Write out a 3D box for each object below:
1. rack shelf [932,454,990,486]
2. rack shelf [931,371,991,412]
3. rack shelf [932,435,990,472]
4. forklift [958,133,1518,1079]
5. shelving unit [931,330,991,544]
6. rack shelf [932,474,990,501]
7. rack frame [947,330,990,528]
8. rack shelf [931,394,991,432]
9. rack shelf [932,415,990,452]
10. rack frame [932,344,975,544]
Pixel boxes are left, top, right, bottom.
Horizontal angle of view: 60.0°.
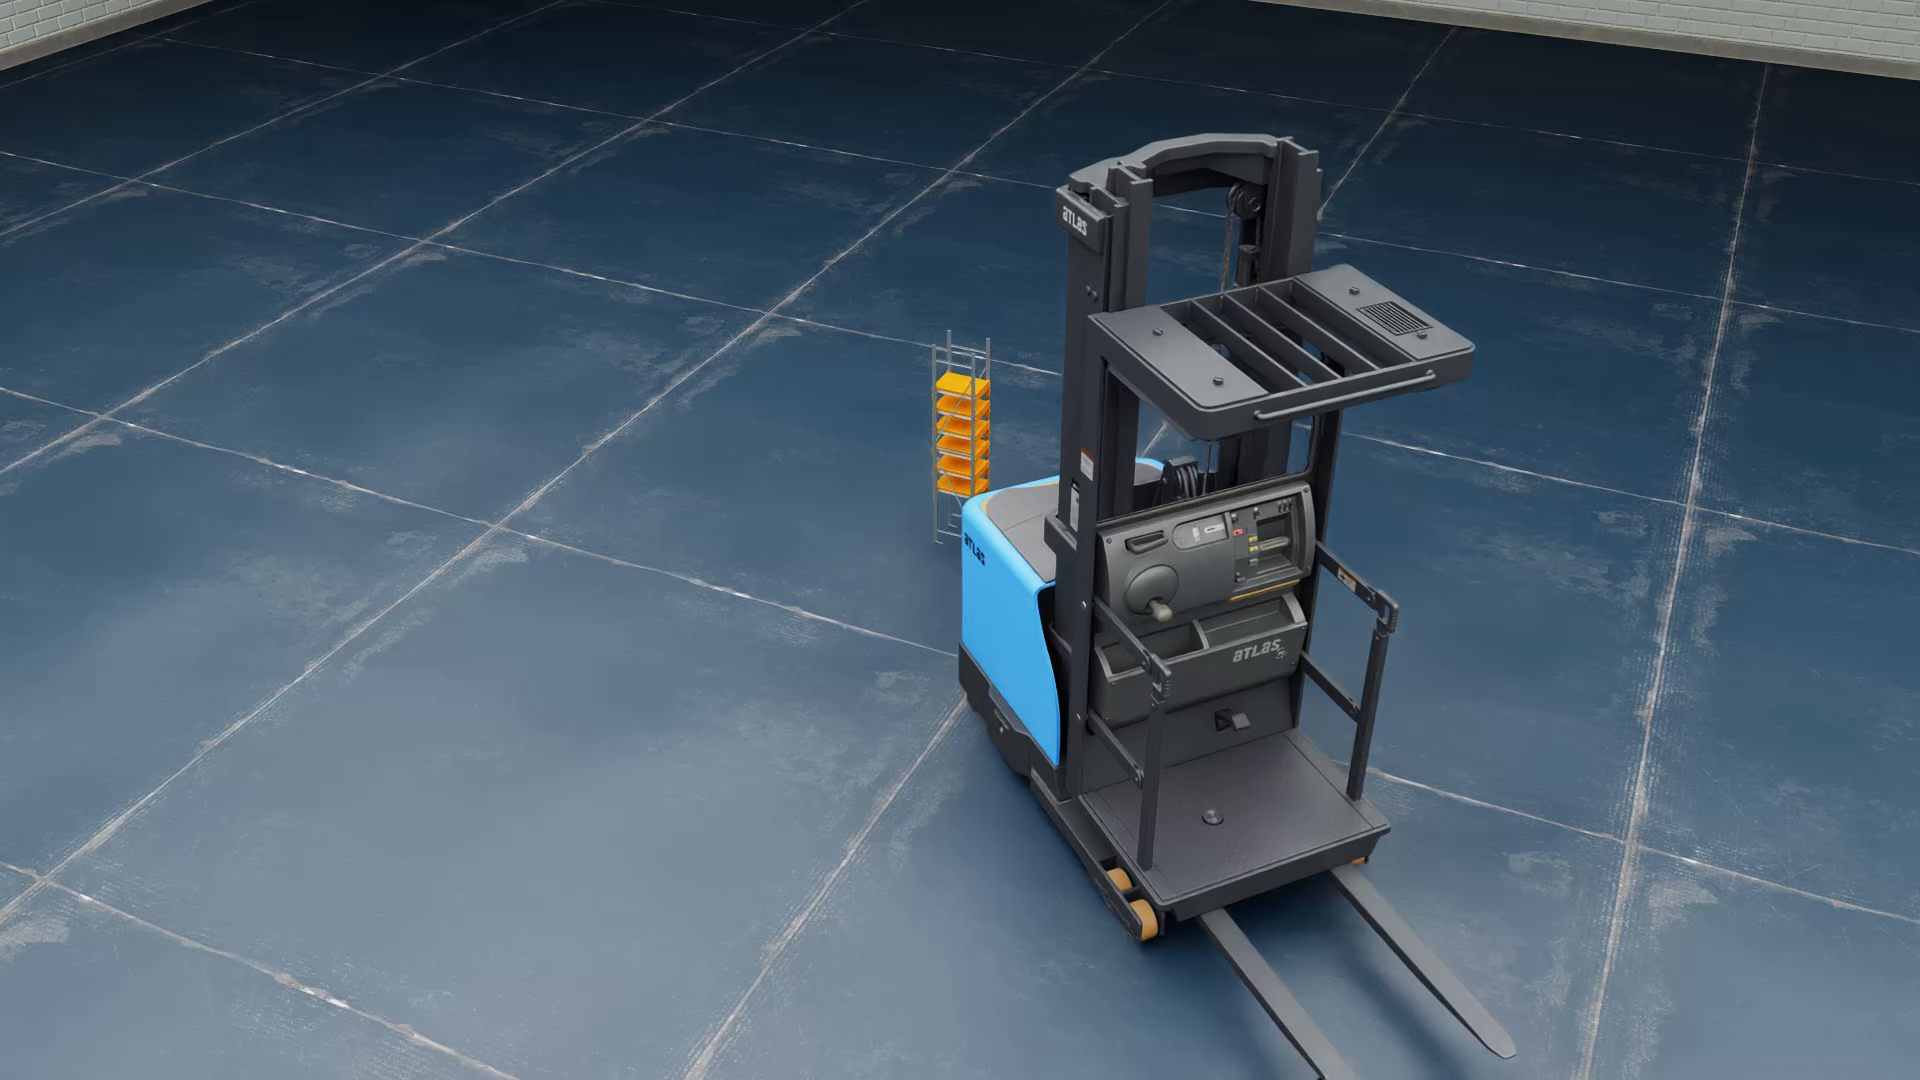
[{"bbox_3d":[0.006,-0.371,8.891,0.258,0.103,0.180,14,36,20],"label":"rack shelf"},{"bbox_3d":[0.006,-0.773,8.627,0.258,0.103,0.180,14,36,20],"label":"rack shelf"},{"bbox_3d":[0.006,-0.472,8.825,0.258,0.103,0.180,14,36,20],"label":"rack shelf"},{"bbox_3d":[1.061,0.109,6.279,1.130,2.935,3.031,-14,36,-20],"label":"forklift"},{"bbox_3d":[0.006,-0.509,8.800,0.258,1.200,0.189,14,36,20],"label":"shelving unit"},{"bbox_3d":[0.006,-0.271,8.956,0.258,0.103,0.180,14,36,20],"label":"rack shelf"},{"bbox_3d":[0.044,-0.555,8.870,0.240,1.200,0.006,14,36,20],"label":"rack frame"},{"bbox_3d":[0.006,-0.673,8.693,0.258,0.103,0.180,14,36,20],"label":"rack shelf"},{"bbox_3d":[0.006,-0.572,8.759,0.258,0.103,0.180,14,36,20],"label":"rack shelf"},{"bbox_3d":[-0.032,-0.463,8.731,0.240,1.200,0.006,14,36,20],"label":"rack frame"}]
